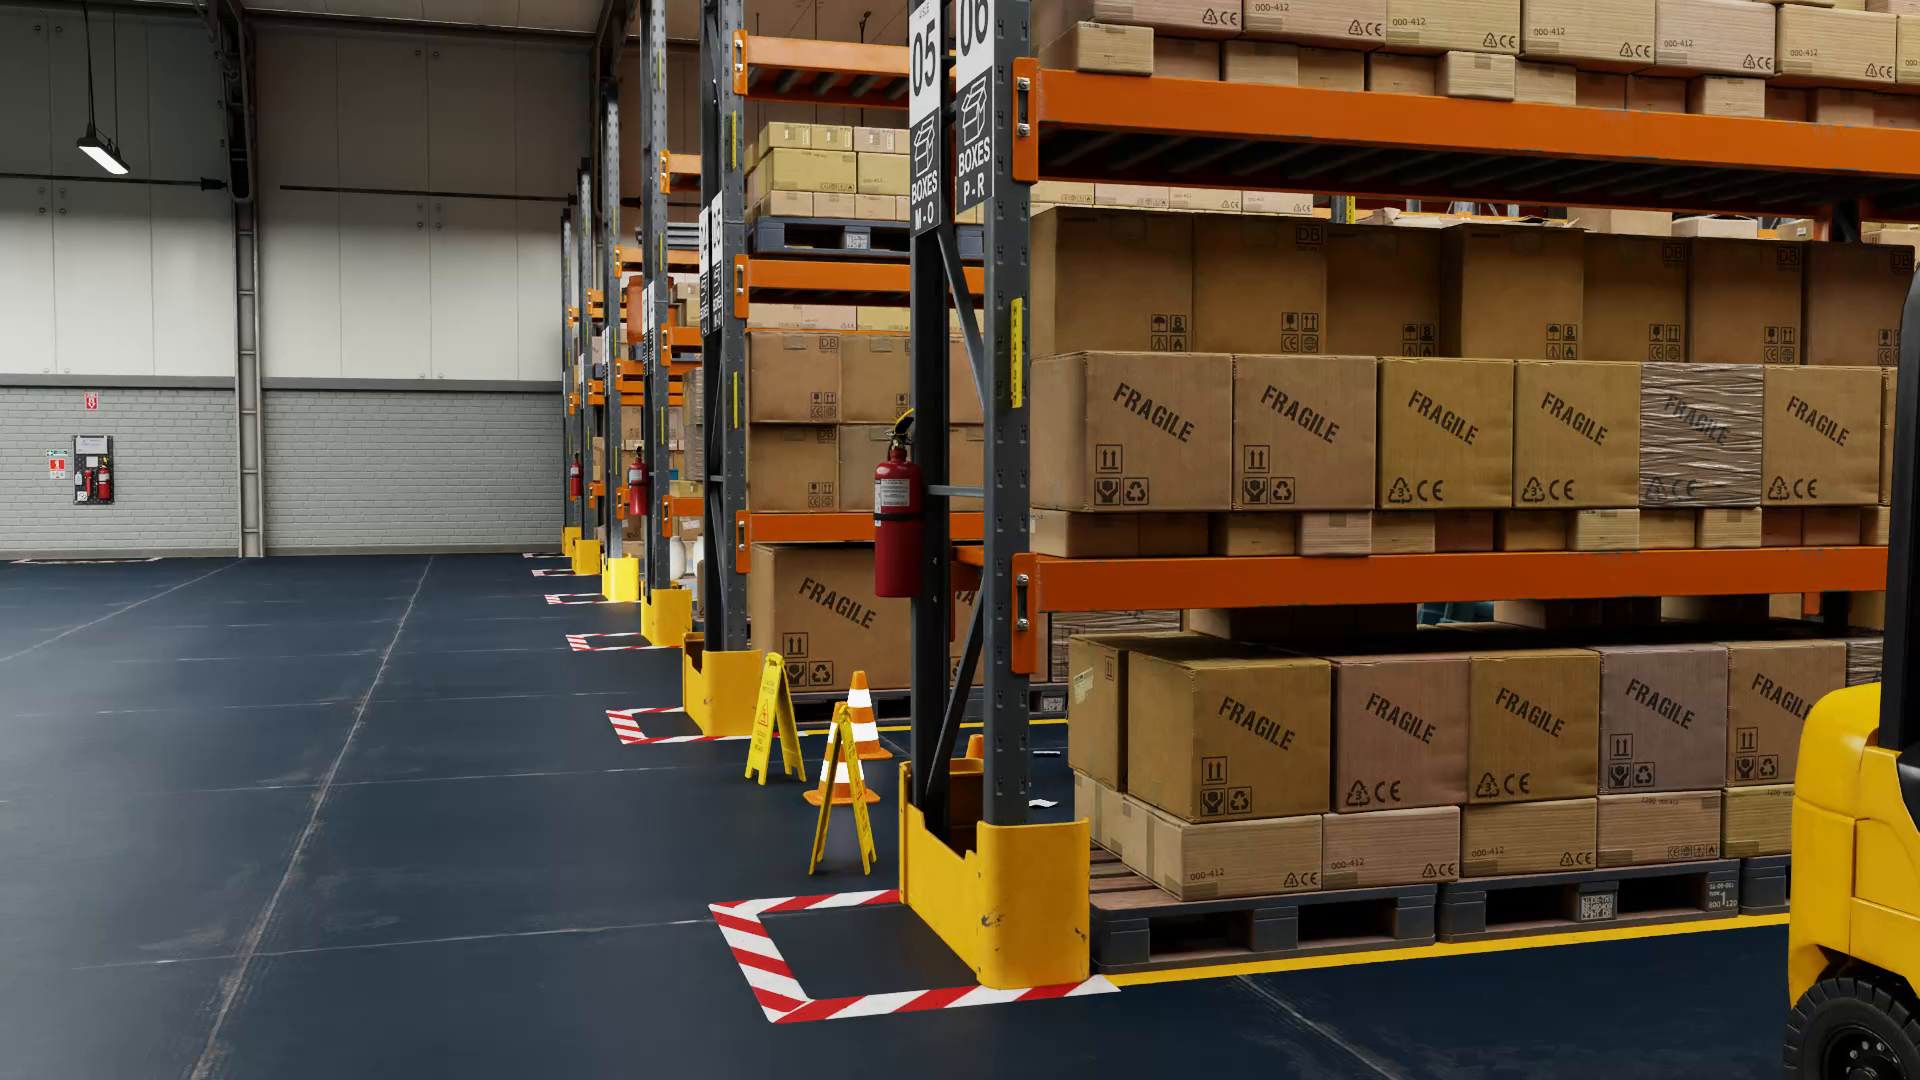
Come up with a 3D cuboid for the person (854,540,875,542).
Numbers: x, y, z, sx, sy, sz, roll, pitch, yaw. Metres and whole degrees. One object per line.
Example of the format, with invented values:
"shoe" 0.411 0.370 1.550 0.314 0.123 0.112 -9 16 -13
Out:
"person" -0.915 0.045 17.793 0.751 1.497 0.589 -1 3 -16
